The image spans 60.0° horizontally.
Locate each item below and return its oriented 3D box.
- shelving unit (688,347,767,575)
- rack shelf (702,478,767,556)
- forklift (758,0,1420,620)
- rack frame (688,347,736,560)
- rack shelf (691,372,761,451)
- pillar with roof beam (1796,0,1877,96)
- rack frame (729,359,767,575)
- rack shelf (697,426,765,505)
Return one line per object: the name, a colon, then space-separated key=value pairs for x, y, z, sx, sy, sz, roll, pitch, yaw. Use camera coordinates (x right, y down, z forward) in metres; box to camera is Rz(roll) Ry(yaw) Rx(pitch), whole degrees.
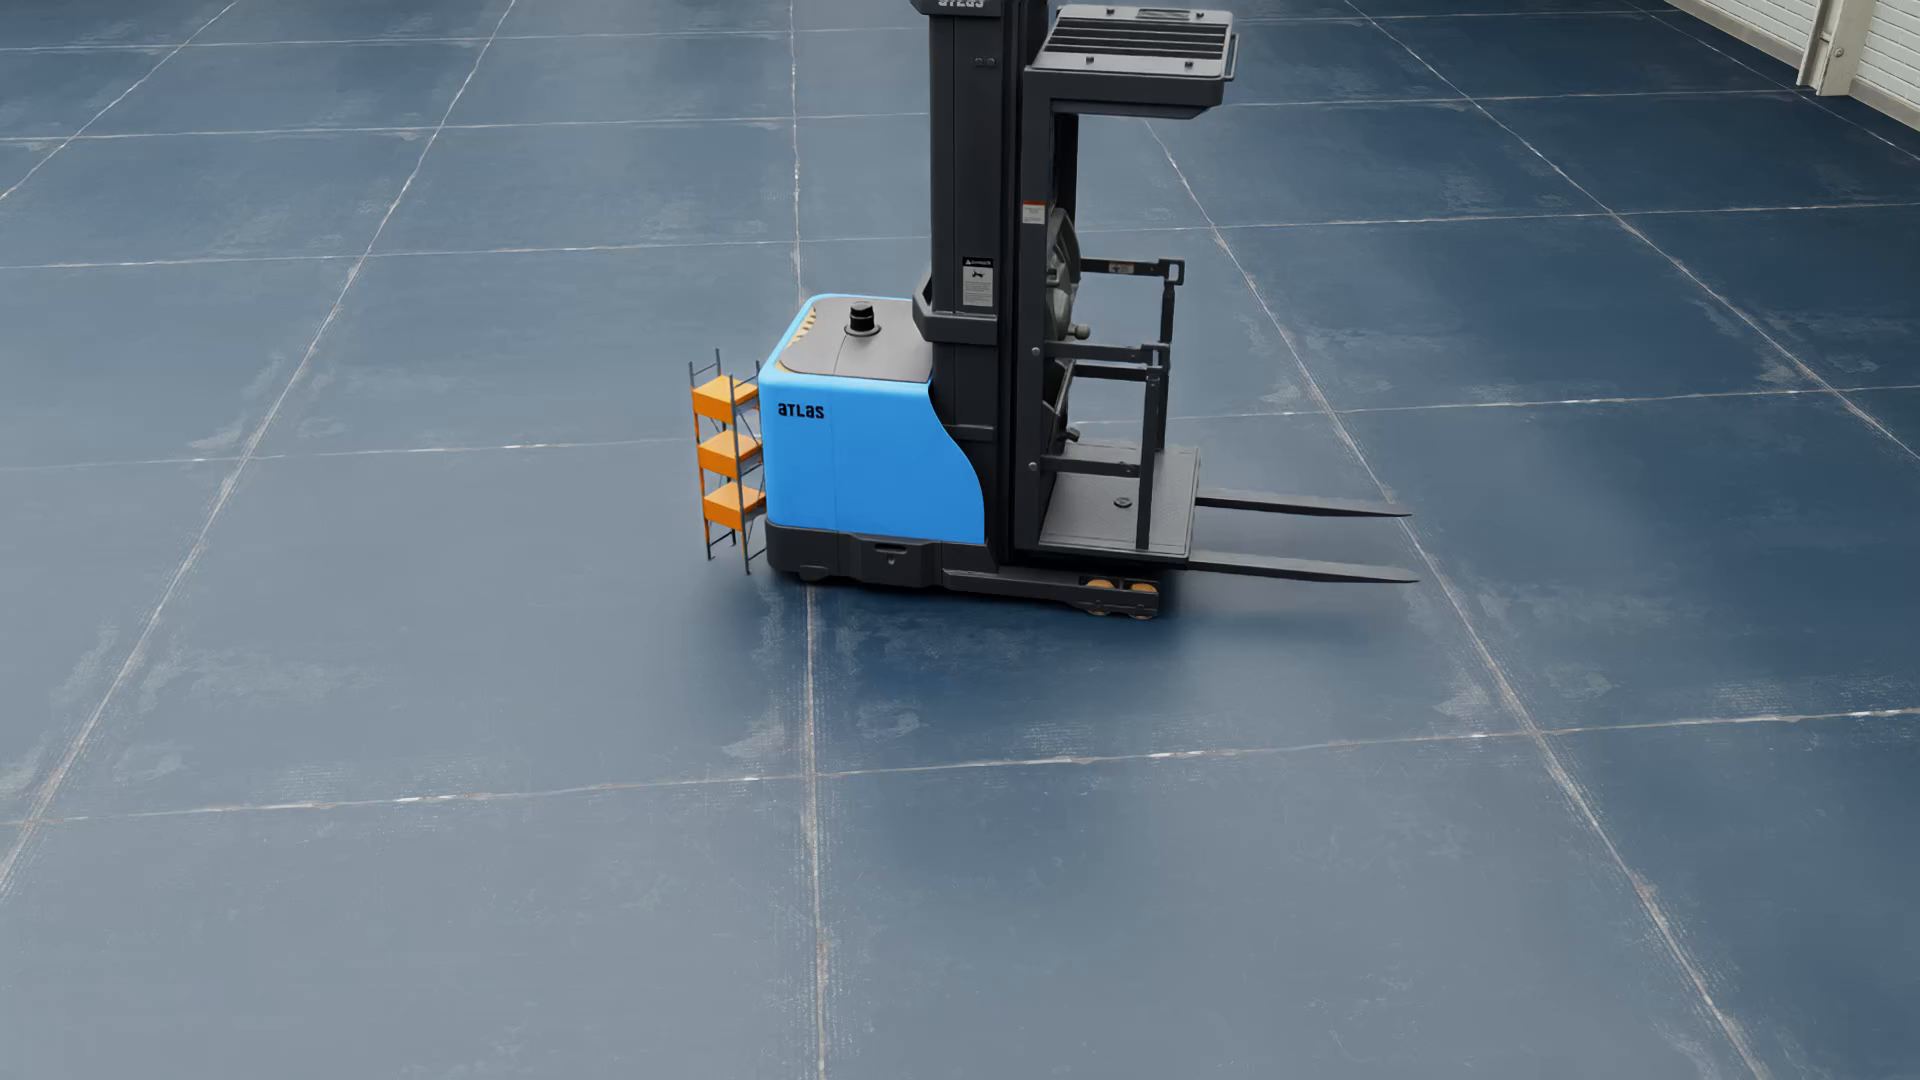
shelving unit: x=-1.071 y=-0.362 z=7.828 sx=0.252 sy=1.050 sz=0.215 roll=19 pitch=36 yaw=30
rack shelf: x=-1.069 y=-0.113 z=7.974 sx=0.240 sy=0.259 sz=0.215 roll=19 pitch=36 yaw=30
forklift: x=0.646 y=-1.188 z=7.380 sx=3.031 sy=2.935 sz=1.130 roll=5 pitch=31 yaw=9
rack frame: x=-1.171 y=-0.396 z=7.889 sx=0.008 sy=1.050 sz=0.200 roll=19 pitch=36 yaw=30
rack shelf: x=-1.073 y=-0.597 z=7.690 sx=0.240 sy=0.259 sz=0.215 roll=19 pitch=36 yaw=30
pillar with roof beam: x=3.559 y=-7.755 z=12.458 sx=9.100 sy=9.000 sz=0.400 roll=-3 pitch=31 yaw=-5
rack frame: x=-0.970 y=-0.327 z=7.768 sx=0.008 sy=1.050 sz=0.200 roll=19 pitch=36 yaw=30
rack shelf: x=-1.071 y=-0.353 z=7.834 sx=0.240 sy=0.259 sz=0.215 roll=19 pitch=36 yaw=30
